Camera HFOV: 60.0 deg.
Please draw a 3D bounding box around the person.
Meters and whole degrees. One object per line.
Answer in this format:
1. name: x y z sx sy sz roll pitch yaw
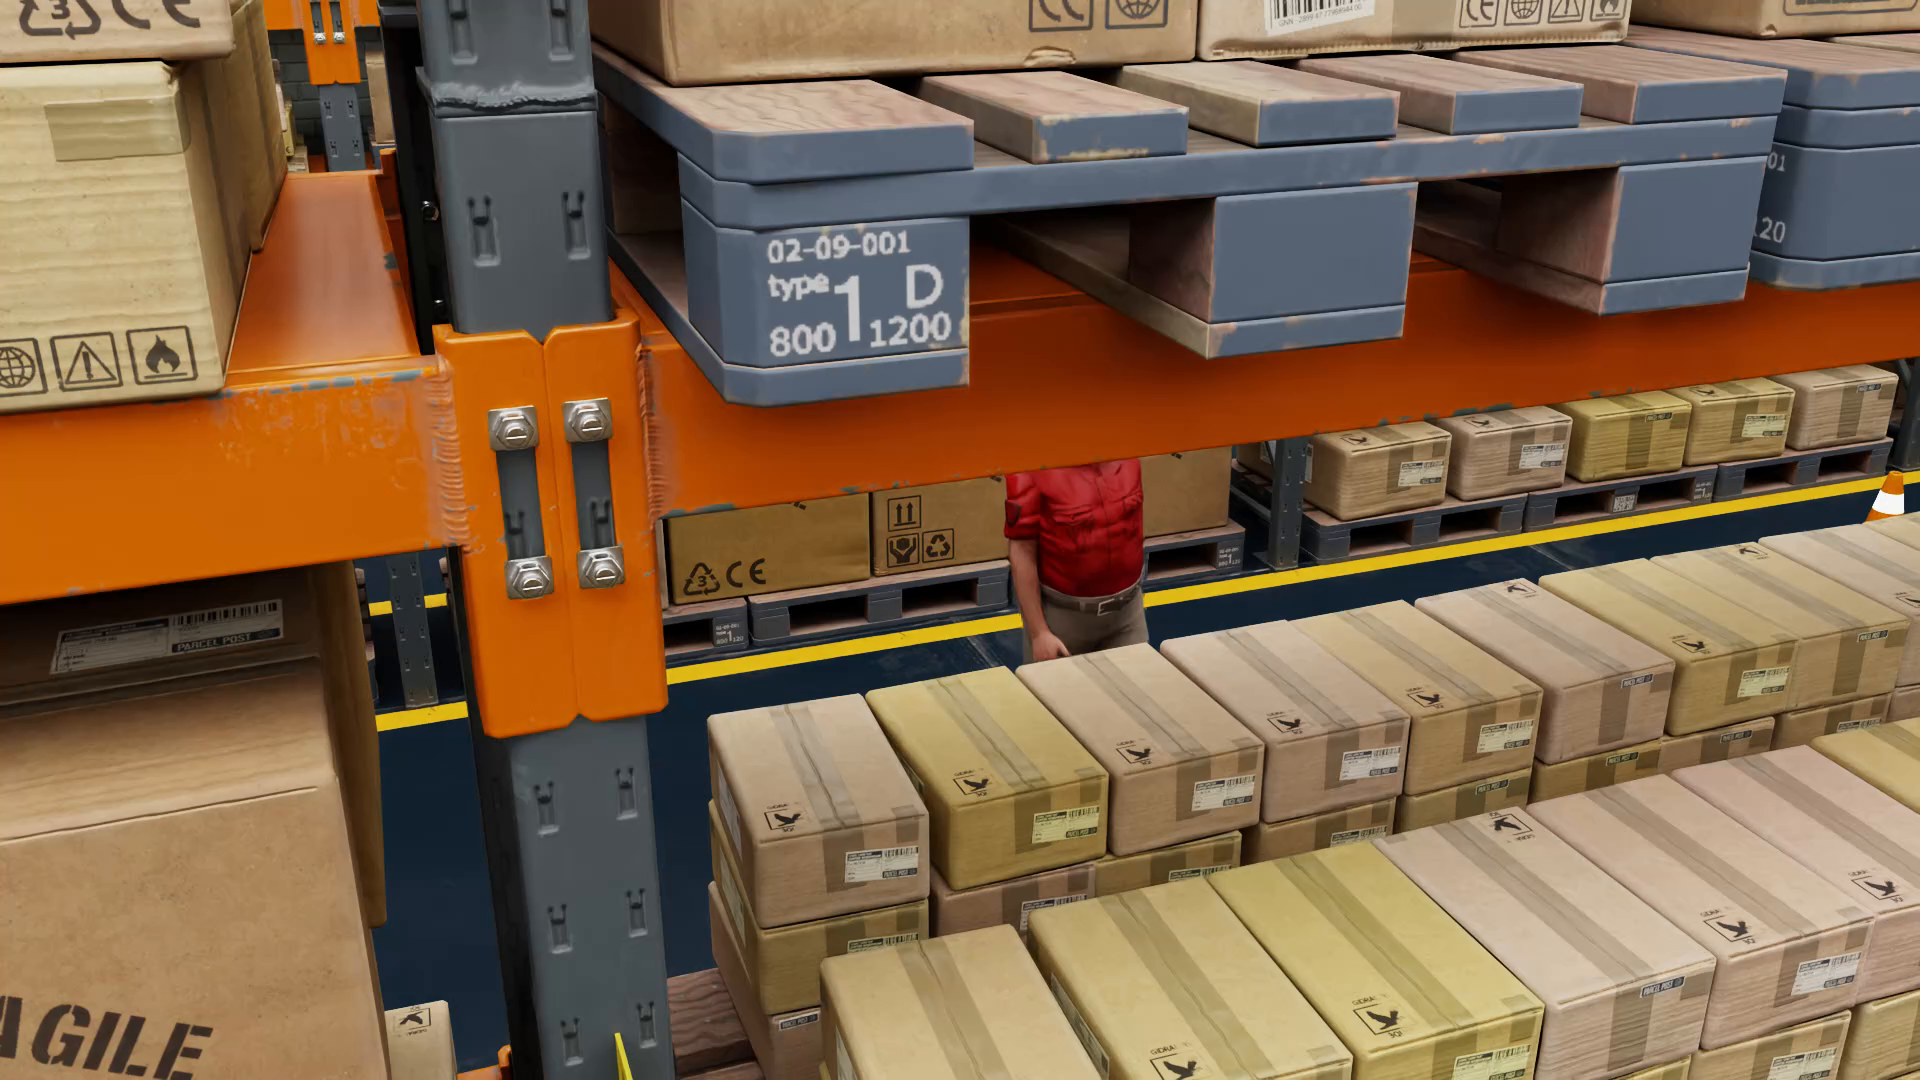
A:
1. person: 0.421 0.244 5.532 0.582 1.699 0.905 -11 25 -25
